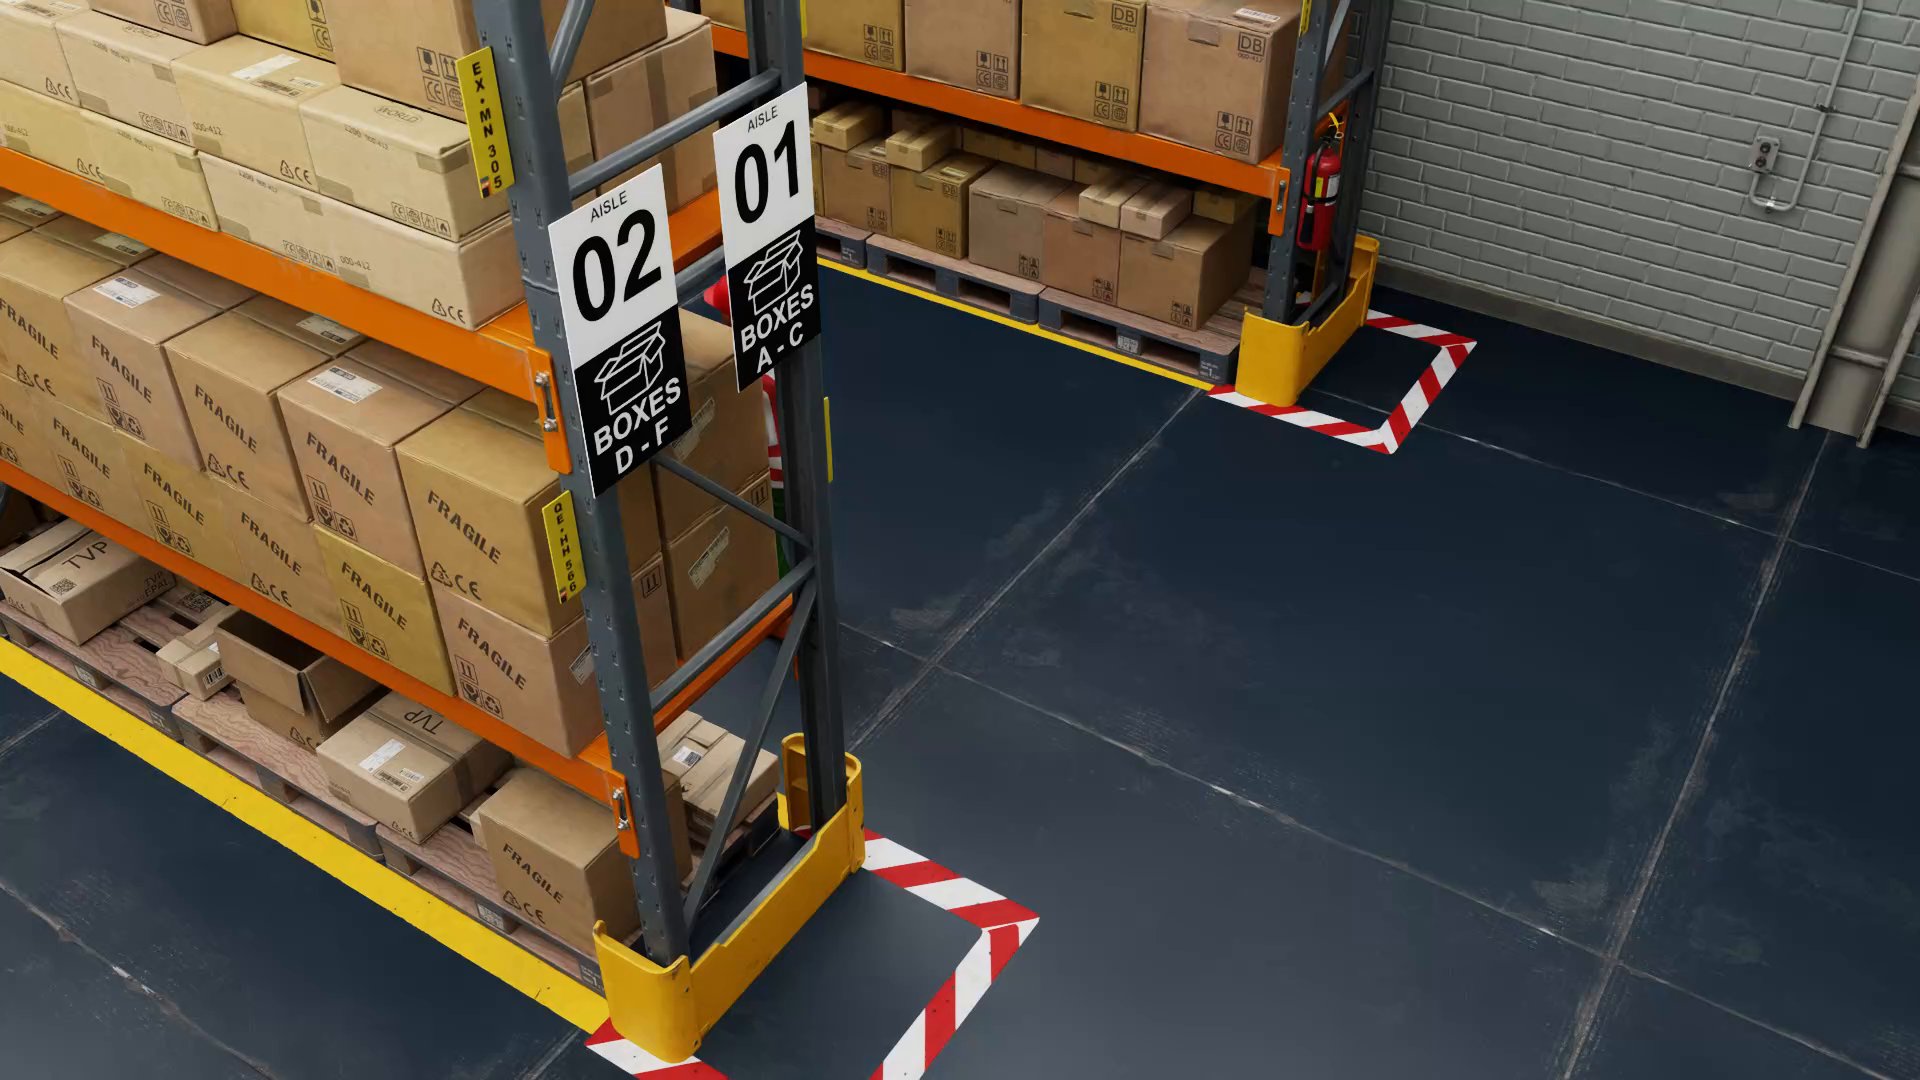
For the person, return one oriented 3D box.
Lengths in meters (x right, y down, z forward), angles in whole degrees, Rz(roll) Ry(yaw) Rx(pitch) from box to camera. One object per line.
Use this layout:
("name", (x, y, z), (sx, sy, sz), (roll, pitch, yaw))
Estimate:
("person", (-0.812, -0.348, 7.112), (0.450, 1.780, 0.623), (20, 42, 24))
